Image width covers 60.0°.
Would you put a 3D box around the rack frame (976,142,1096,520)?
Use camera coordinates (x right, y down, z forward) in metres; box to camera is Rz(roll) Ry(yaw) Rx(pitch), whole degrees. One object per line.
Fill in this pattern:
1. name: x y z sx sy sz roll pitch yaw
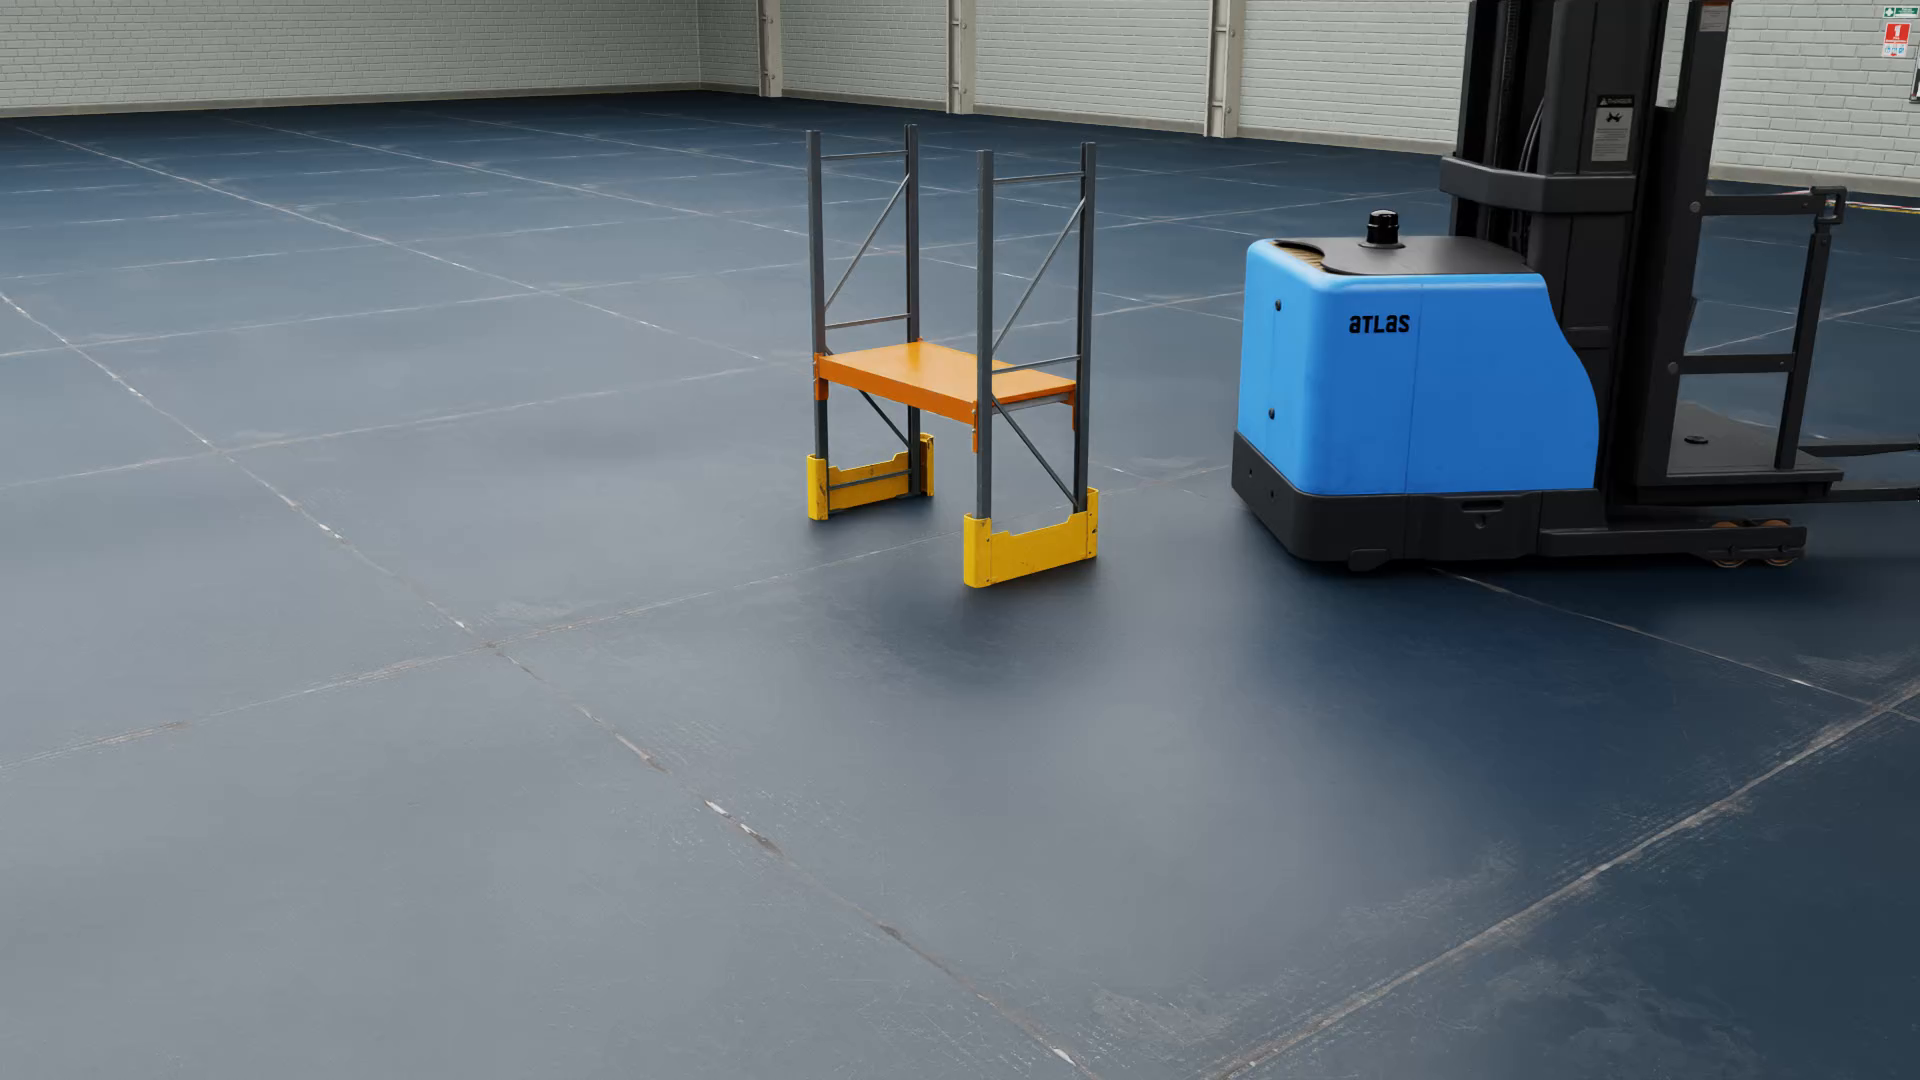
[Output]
1. rack frame: 0.263 -0.608 5.812 0.500 1.500 0.032 -14 23 -36

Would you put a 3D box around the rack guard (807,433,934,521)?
1. rack guard: -0.357 -0.260 6.751 0.587 0.250 0.087 -14 23 -36

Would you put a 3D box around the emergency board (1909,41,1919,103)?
1. emergency board: 9.690 -4.864 16.279 0.157 1.169 0.626 -14 23 -36

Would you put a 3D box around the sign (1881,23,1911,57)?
1. sign: 9.418 -5.031 16.729 0.001 0.329 0.234 -14 23 -36

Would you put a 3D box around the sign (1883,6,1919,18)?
1. sign: 9.414 -5.280 16.637 0.001 0.109 0.331 -14 23 -36

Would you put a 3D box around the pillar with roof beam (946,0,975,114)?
1. pillar with roof beam: -3.366 -10.685 24.315 9.100 9.000 0.400 -14 23 -36

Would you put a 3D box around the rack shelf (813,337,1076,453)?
1. rack shelf: -0.053 -0.562 6.247 0.538 0.185 1.000 -14 23 -36

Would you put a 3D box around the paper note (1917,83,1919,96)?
1. paper note: 9.625 -4.497 16.573 0.016 0.148 0.142 -14 23 -36

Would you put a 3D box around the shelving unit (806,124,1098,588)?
1. shelving unit: -0.047 -0.731 6.183 0.587 1.500 1.083 -14 23 -36

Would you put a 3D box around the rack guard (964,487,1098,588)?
1. rack guard: 0.262 -0.015 6.009 0.587 0.250 0.087 -14 23 -36

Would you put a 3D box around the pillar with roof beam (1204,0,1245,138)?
1. pillar with roof beam: 0.360 -9.206 19.850 9.100 9.000 0.400 -14 23 -36

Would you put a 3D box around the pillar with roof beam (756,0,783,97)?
1. pillar with roof beam: -7.091 -12.163 28.780 9.100 9.000 0.400 -14 23 -36

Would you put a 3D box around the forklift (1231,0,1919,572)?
1. forklift: 2.657 -1.453 6.087 3.031 2.935 1.130 -2 18 -5

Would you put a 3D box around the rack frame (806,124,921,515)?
1. rack frame: -0.369 -0.858 6.569 0.500 1.500 0.032 -14 23 -36
